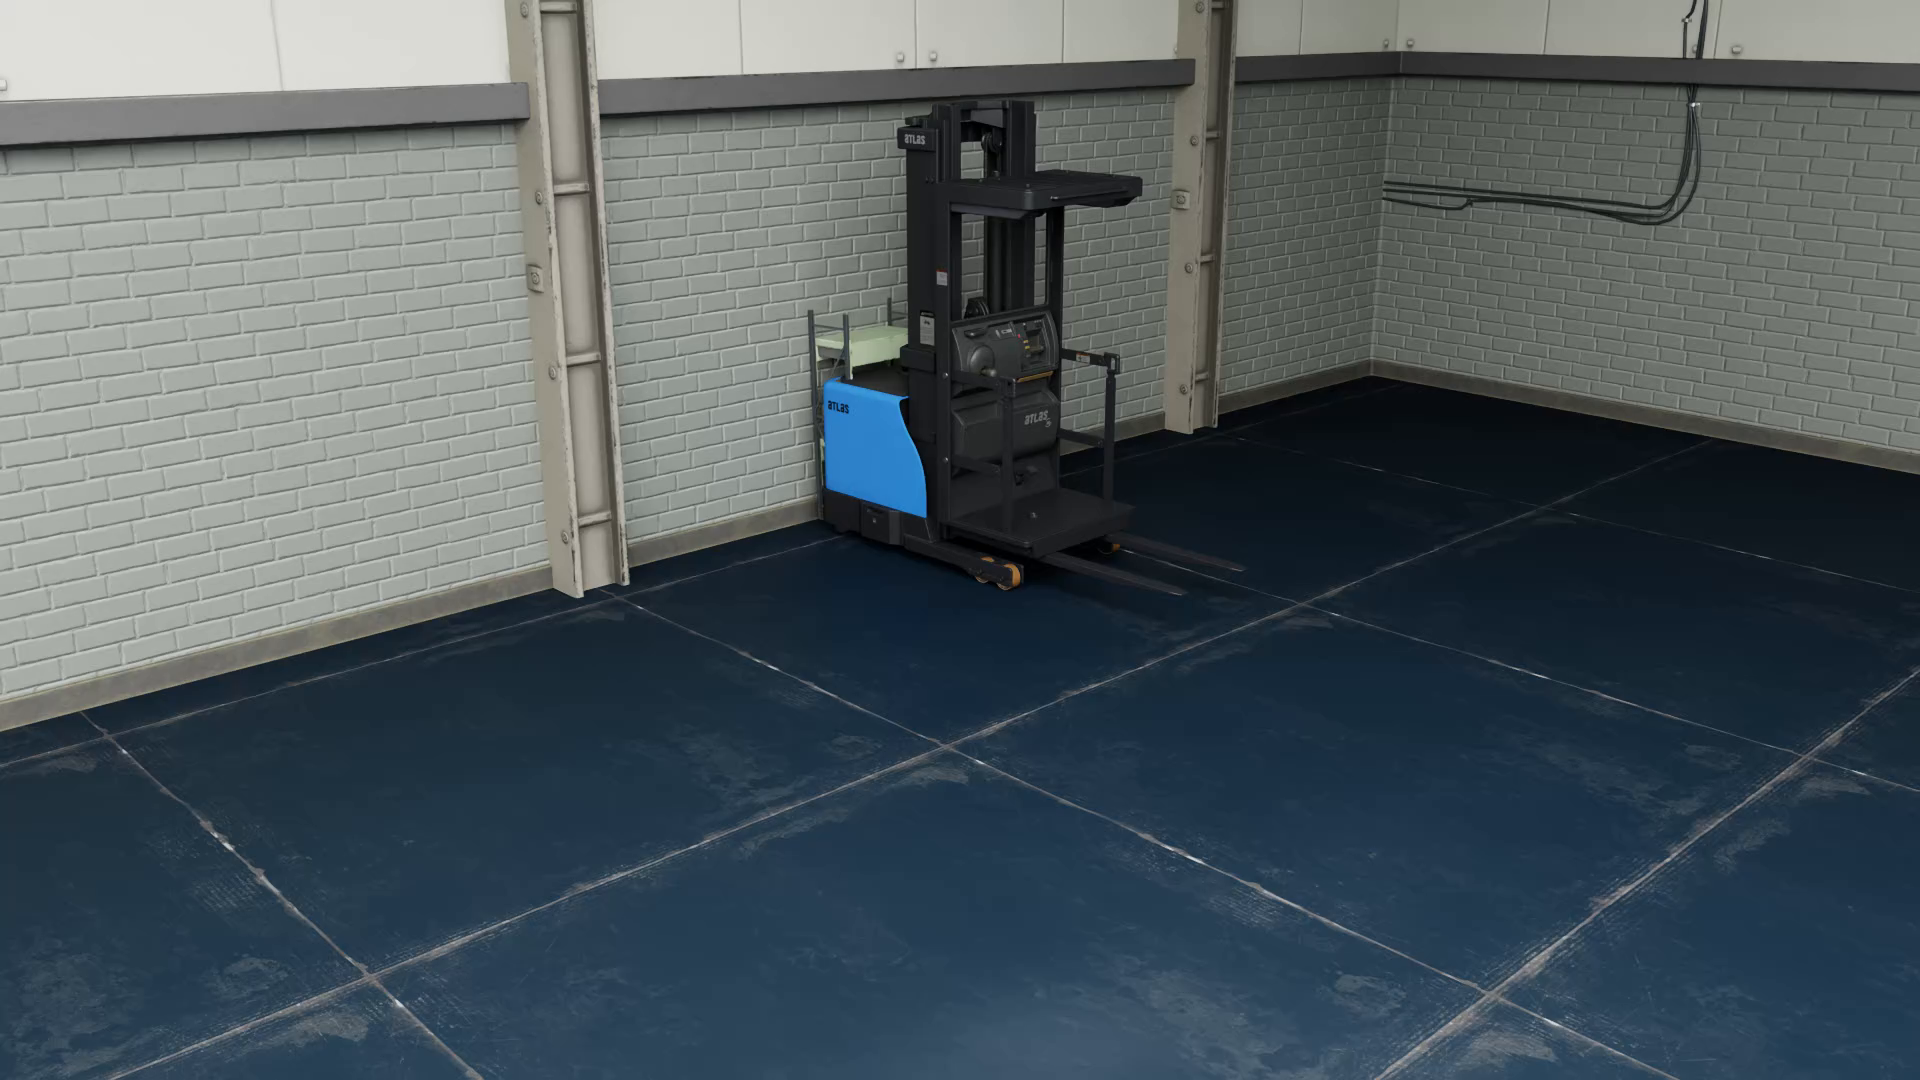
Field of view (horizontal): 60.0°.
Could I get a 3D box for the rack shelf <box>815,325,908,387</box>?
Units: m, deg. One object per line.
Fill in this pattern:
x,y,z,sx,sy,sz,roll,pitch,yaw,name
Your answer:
-0.636,-1.289,11.705,0.431,0.370,0.720,14,23,43,rack shelf

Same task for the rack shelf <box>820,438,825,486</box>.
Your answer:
-0.619,-0.602,11.906,0.431,0.370,0.720,14,23,43,rack shelf

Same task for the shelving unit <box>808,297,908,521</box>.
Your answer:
-0.626,-0.915,11.815,0.431,1.500,0.755,14,23,43,shelving unit

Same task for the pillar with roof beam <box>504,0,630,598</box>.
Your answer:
0.605,-3.029,6.235,0.400,9.000,9.100,-16,24,-41,pillar with roof beam

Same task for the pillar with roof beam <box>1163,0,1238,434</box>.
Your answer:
4.964,-4.300,10.156,0.400,9.000,9.100,-16,24,-41,pillar with roof beam

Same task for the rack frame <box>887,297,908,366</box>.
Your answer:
-0.368,-0.994,12.062,0.400,1.500,0.023,14,23,43,rack frame

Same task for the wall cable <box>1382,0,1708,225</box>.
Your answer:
5.056,-4.116,14.622,0.112,2.526,3.097,-16,24,-41,wall cable

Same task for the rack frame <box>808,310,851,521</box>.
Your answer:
-0.884,-0.836,11.568,0.400,1.500,0.023,14,23,43,rack frame

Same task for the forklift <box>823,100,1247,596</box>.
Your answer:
0.451,-1.258,10.613,3.031,2.935,1.130,17,24,42,forklift
